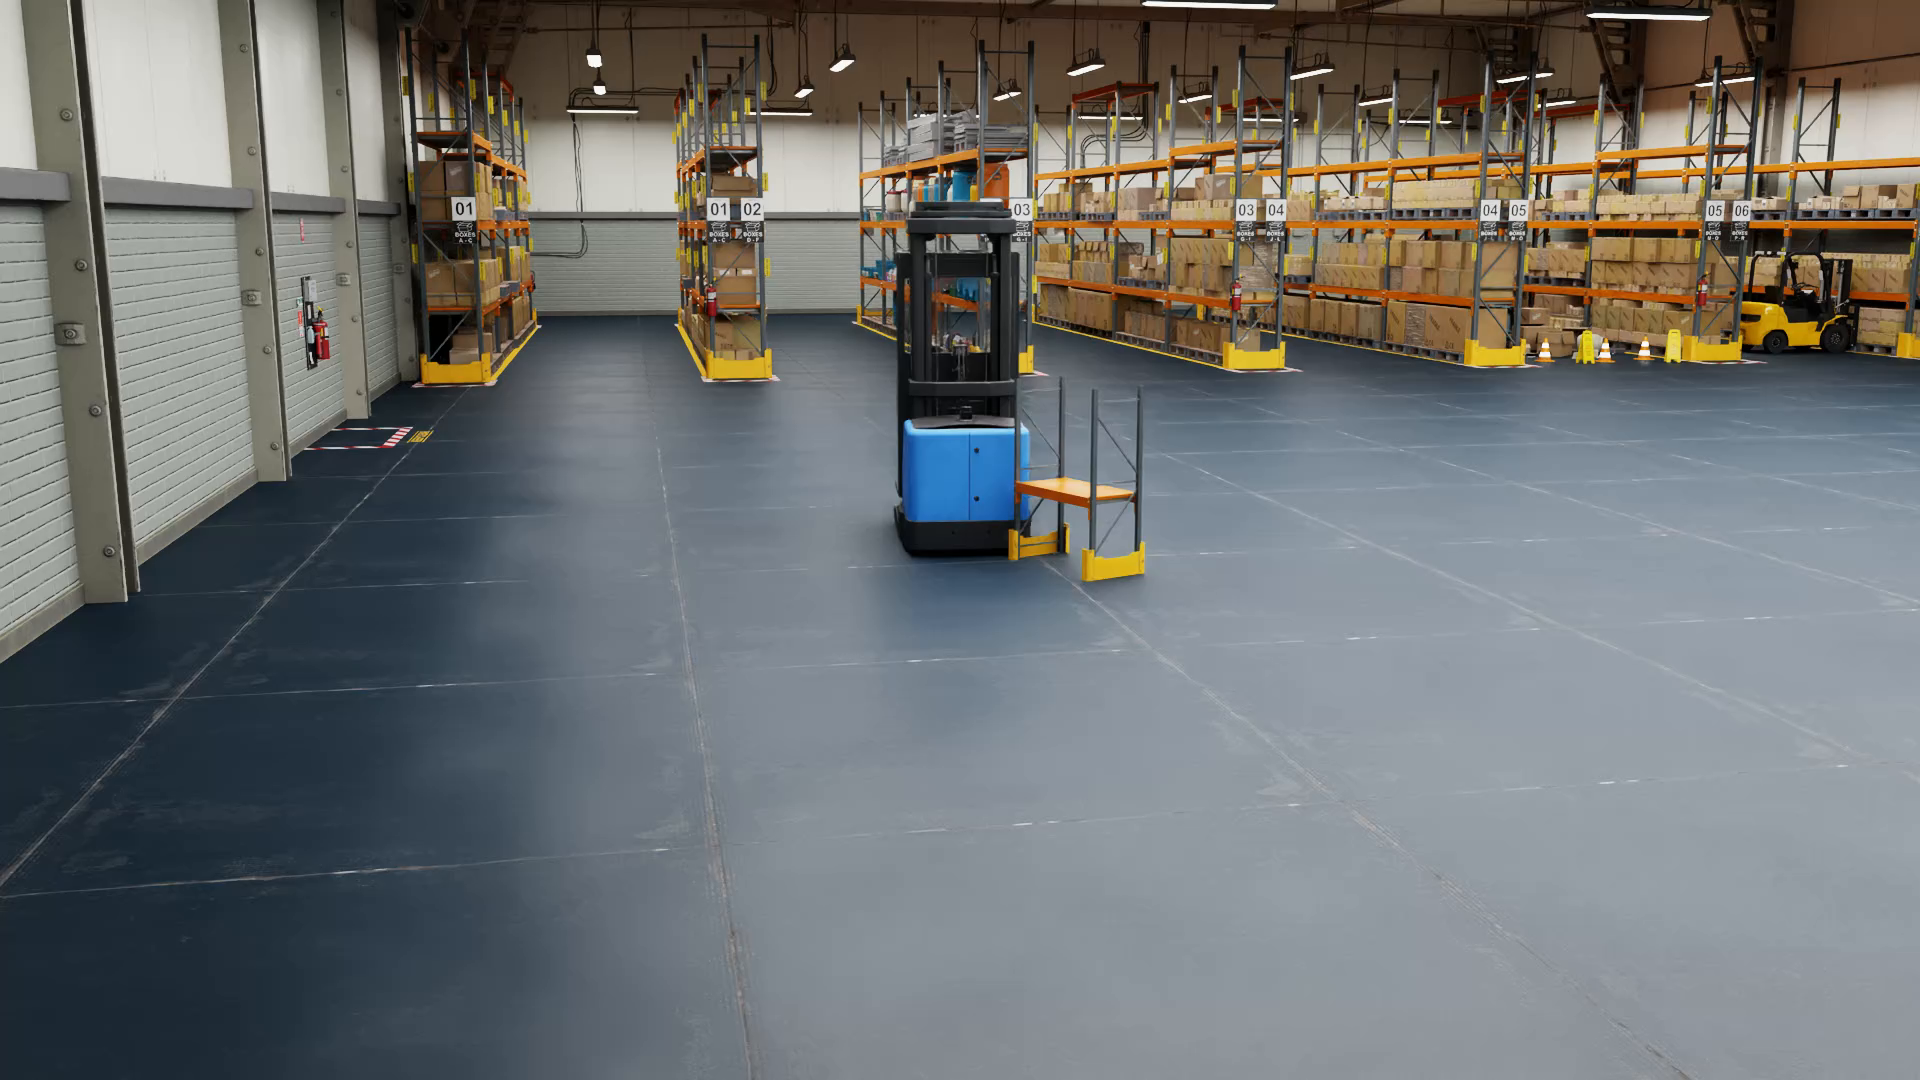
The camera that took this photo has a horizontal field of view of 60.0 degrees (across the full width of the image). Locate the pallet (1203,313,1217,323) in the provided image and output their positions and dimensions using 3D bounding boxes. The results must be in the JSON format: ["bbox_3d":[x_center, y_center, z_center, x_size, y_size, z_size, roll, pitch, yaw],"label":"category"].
[{"bbox_3d":[7.610,-6.355,47.519,1.003,0.211,1.213,-2,11,-11],"label":"pallet"}]

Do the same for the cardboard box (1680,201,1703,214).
[{"bbox_3d":[15.056,-6.783,33.893,0.500,0.250,0.500,-2,11,-12],"label":"cardboard box"}]

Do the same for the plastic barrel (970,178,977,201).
[{"bbox_3d":[0.494,-6.589,31.643,0.600,0.588,0.600,0,11,0],"label":"plastic barrel"}]

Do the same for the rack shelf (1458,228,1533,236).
[{"bbox_3d":[13.475,-8.107,43.169,1.077,0.370,4.000,-2,11,-11],"label":"rack shelf"}]

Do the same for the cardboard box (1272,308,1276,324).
[{"bbox_3d":[8.353,-5.796,42.686,0.500,0.500,0.500,-2,11,-10],"label":"cardboard box"}]

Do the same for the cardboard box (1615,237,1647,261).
[{"bbox_3d":[14.663,-6.297,36.019,0.700,0.500,0.500,-2,11,-12],"label":"cardboard box"}]

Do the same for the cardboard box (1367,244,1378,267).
[{"bbox_3d":[9.601,-6.413,37.427,0.700,0.500,0.500,-2,11,-12],"label":"cardboard box"}]

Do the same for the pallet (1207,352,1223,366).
[{"bbox_3d":[5.561,-3.587,32.976,1.003,0.211,1.213,-2,11,-11],"label":"pallet"}]

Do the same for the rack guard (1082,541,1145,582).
[{"bbox_3d":[1.215,0.167,13.152,0.587,0.250,0.087,-7,13,-33],"label":"rack guard"}]

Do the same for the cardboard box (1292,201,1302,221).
[{"bbox_3d":[8.557,-8.131,41.103,0.500,0.500,0.500,-2,11,-11],"label":"cardboard box"}]

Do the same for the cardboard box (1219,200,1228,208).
[{"bbox_3d":[5.242,-6.526,32.273,0.380,0.149,0.250,-3,11,-13],"label":"cardboard box"}]

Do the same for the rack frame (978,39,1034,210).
[{"bbox_3d":[0.840,-7.559,30.345,1.000,3.000,0.127,-2,11,-11],"label":"rack frame"}]

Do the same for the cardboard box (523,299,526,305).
[{"bbox_3d":[-11.246,-6.056,42.319,0.380,0.149,0.250,-2,11,-13],"label":"cardboard box"}]

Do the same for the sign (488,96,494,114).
[{"bbox_3d":[-9.120,-8.447,32.298,0.100,0.325,0.005,-2,11,-11],"label":"sign"}]

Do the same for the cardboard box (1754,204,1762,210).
[{"bbox_3d":[18.998,-7.864,39.249,0.380,0.149,0.250,-2,11,-11],"label":"cardboard box"}]

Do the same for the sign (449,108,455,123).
[{"bbox_3d":[-10.977,-9.182,35.950,0.100,0.325,0.005,-2,11,-11],"label":"sign"}]

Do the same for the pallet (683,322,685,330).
[{"bbox_3d":[-6.726,-5.614,43.628,1.003,0.211,1.213,-2,11,-11],"label":"pallet"}]

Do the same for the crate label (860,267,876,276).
[{"bbox_3d":[-2.546,-7.437,46.033,0.416,0.233,0.303,-2,11,-11],"label":"crate label"}]

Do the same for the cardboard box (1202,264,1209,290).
[{"bbox_3d":[5.349,-5.270,33.300,0.875,0.500,0.500,-2,11,-11],"label":"cardboard box"}]

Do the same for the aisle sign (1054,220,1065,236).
[{"bbox_3d":[2.867,-9.028,47.154,0.394,0.787,0.004,-2,11,-11],"label":"aisle sign"}]

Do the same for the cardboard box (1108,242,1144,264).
[{"bbox_3d":[4.016,-6.936,40.166,0.797,0.503,0.637,-2,11,-9],"label":"cardboard box"}]

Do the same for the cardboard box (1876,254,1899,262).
[{"bbox_3d":[19.880,-6.045,35.638,0.380,0.149,0.250,-2,11,-11],"label":"cardboard box"}]

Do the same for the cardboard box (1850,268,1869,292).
[{"bbox_3d":[19.743,-5.653,36.108,0.500,0.500,0.500,-2,11,-12],"label":"cardboard box"}]

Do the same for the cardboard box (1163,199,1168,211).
[{"bbox_3d":[4.640,-7.309,36.287,0.396,0.266,0.258,-2,11,-9],"label":"cardboard box"}]

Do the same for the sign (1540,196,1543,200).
[{"bbox_3d":[14.396,-8.367,41.228,0.100,0.325,0.005,-2,11,-11],"label":"sign"}]

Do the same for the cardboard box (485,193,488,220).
[{"bbox_3d":[-8.997,-6.147,30.628,0.500,0.500,0.500,-1,11,-7],"label":"cardboard box"}]

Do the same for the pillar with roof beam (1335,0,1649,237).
[{"bbox_3d":[14.480,-10.486,45.721,9.100,9.000,0.548,-2,11,-11],"label":"pillar with roof beam"}]

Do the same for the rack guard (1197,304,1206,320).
[{"bbox_3d":[7.486,-6.647,48.281,1.175,0.500,0.348,-2,11,-11],"label":"rack guard"}]

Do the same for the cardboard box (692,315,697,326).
[{"bbox_3d":[-5.651,-4.828,36.772,0.500,0.311,0.500,-2,11,-12],"label":"cardboard box"}]

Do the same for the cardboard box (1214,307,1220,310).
[{"bbox_3d":[7.398,-6.590,47.005,0.380,0.149,0.250,-2,11,-9],"label":"cardboard box"}]

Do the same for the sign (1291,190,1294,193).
[{"bbox_3d":[8.793,-9.097,44.010,0.100,0.325,0.005,-2,11,-11],"label":"sign"}]

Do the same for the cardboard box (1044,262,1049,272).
[{"bbox_3d":[2.617,-7.514,45.758,0.500,0.250,0.500,-2,11,-13],"label":"cardboard box"}]

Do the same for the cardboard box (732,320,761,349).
[{"bbox_3d":[-4.004,-3.855,31.152,0.500,0.500,0.500,-2,11,-11],"label":"cardboard box"}]

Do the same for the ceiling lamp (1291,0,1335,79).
[{"bbox_3d":[7.650,-11.416,34.997,0.800,3.185,2.000,-2,11,-11],"label":"ceiling lamp"}]

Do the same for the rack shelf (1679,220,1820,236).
[{"bbox_3d":[19.121,-7.554,40.267,1.077,0.370,4.000,-2,11,-11],"label":"rack shelf"}]

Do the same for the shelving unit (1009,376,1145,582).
[{"bbox_3d":[0.940,-0.525,13.443,0.587,1.500,1.083,-7,13,-33],"label":"shelving unit"}]

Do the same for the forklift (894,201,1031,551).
[{"bbox_3d":[-0.035,-1.575,15.132,1.130,2.935,3.031,-1,11,-4],"label":"forklift"}]

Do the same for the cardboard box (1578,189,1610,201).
[{"bbox_3d":[14.404,-7.840,37.782,0.500,0.250,0.500,-2,11,-10],"label":"cardboard box"}]

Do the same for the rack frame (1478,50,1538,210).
[{"bbox_3d":[10.584,-7.901,32.142,1.000,3.000,0.127,-2,11,-11],"label":"rack frame"}]

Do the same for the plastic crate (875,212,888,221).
[{"bbox_3d":[-1.984,-8.360,43.021,0.416,0.233,0.300,-2,11,-11],"label":"plastic crate"}]

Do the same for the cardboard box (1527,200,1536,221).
[{"bbox_3d":[14.038,-7.968,40.250,0.700,0.500,0.500,-2,11,-11],"label":"cardboard box"}]

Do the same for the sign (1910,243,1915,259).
[{"bbox_3d":[19.753,-6.002,34.477,0.100,0.325,0.005,-2,11,-11],"label":"sign"}]

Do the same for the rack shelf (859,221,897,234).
[{"bbox_3d":[-1.883,-8.300,44.184,1.077,0.370,4.000,-2,11,-11],"label":"rack shelf"}]

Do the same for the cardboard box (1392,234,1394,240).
[{"bbox_3d":[12.365,-8.585,47.103,0.380,0.149,0.250,-2,11,-12],"label":"cardboard box"}]

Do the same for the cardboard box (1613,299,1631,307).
[{"bbox_3d":[14.559,-5.192,36.441,0.380,0.149,0.250,-2,11,-9],"label":"cardboard box"}]

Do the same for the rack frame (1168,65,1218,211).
[{"bbox_3d":[4.921,-8.473,35.146,1.000,3.000,0.127,-2,11,-11],"label":"rack frame"}]

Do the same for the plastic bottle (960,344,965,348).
[{"bbox_3d":[0.053,-3.775,32.813,0.097,0.201,0.097,0,11,0],"label":"plastic bottle"}]

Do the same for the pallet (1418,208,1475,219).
[{"bbox_3d":[10.188,-6.744,34.322,1.003,0.211,1.213,-2,11,-11],"label":"pallet"}]

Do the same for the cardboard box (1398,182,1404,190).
[{"bbox_3d":[9.594,-7.559,35.516,0.380,0.149,0.250,-2,11,-11],"label":"cardboard box"}]

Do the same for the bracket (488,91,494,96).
[{"bbox_3d":[-12.934,-12.302,45.638,0.235,0.232,0.430,-2,11,-11],"label":"bracket"}]

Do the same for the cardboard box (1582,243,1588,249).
[{"bbox_3d":[14.585,-6.901,39.011,0.380,0.149,0.250,-1,11,-8],"label":"cardboard box"}]

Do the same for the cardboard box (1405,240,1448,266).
[{"bbox_3d":[10.065,-6.126,35.573,0.875,0.550,0.550,-2,11,-11],"label":"cardboard box"}]
